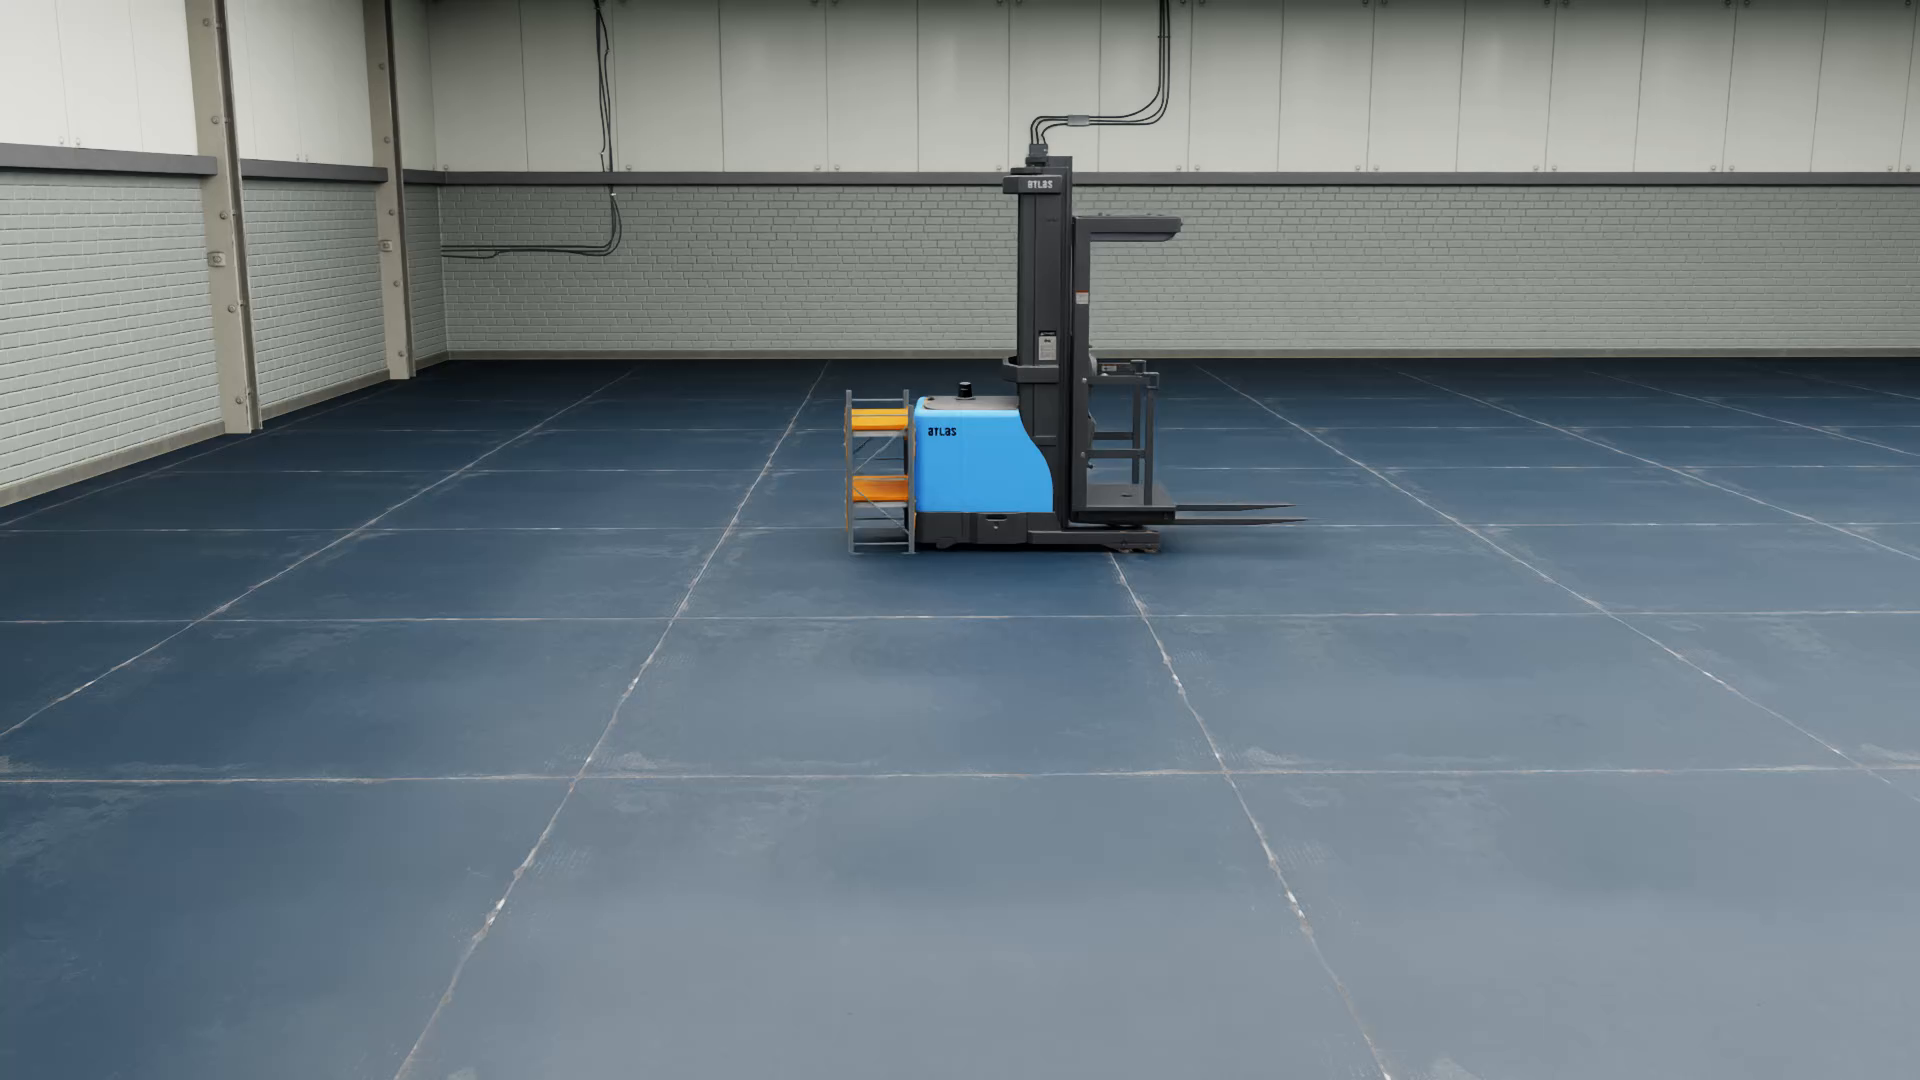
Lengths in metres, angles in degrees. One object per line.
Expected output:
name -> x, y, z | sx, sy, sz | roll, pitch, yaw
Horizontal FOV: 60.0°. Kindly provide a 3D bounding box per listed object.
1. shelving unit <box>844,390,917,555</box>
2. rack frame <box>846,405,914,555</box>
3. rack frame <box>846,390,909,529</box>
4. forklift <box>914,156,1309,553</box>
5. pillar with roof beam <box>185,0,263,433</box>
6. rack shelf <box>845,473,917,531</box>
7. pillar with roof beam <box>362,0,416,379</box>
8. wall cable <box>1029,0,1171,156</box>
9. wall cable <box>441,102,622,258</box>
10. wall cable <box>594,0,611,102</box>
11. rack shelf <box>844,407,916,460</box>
shelving unit -> -0.628, -0.548, 12.931 | 0.538, 1.125, 1.048 | -1, 11, -4
rack frame -> -0.595, -0.447, 12.434 | 0.500, 1.125, 0.032 | -1, 11, -4
rack frame -> -0.662, -0.649, 13.428 | 0.500, 1.125, 0.032 | -1, 11, -4
forklift -> 1.155, -1.445, 12.808 | 3.031, 2.935, 1.130 | 0, 11, 0
pillar with roof beam -> -4.018, -5.692, 18.485 | 9.100, 9.000, 0.400 | 0, 11, -1
rack shelf -> -0.628, -0.308, 12.980 | 0.538, 0.278, 1.000 | -1, 11, -4
pillar with roof beam -> -4.142, -6.885, 24.364 | 9.100, 9.000, 0.400 | 0, 11, -1
wall cable -> 2.307, -9.161, 27.028 | 2.305, 6.003, 0.169 | 0, 11, -1
wall cable -> -7.185, -5.937, 27.498 | 3.097, 2.526, 0.112 | 0, 11, -1
wall cable -> -4.480, -8.423, 27.051 | 3.097, 2.526, 0.112 | 0, 11, -1
rack shelf -> -0.628, -0.835, 12.873 | 0.538, 0.278, 1.000 | -1, 11, -4
